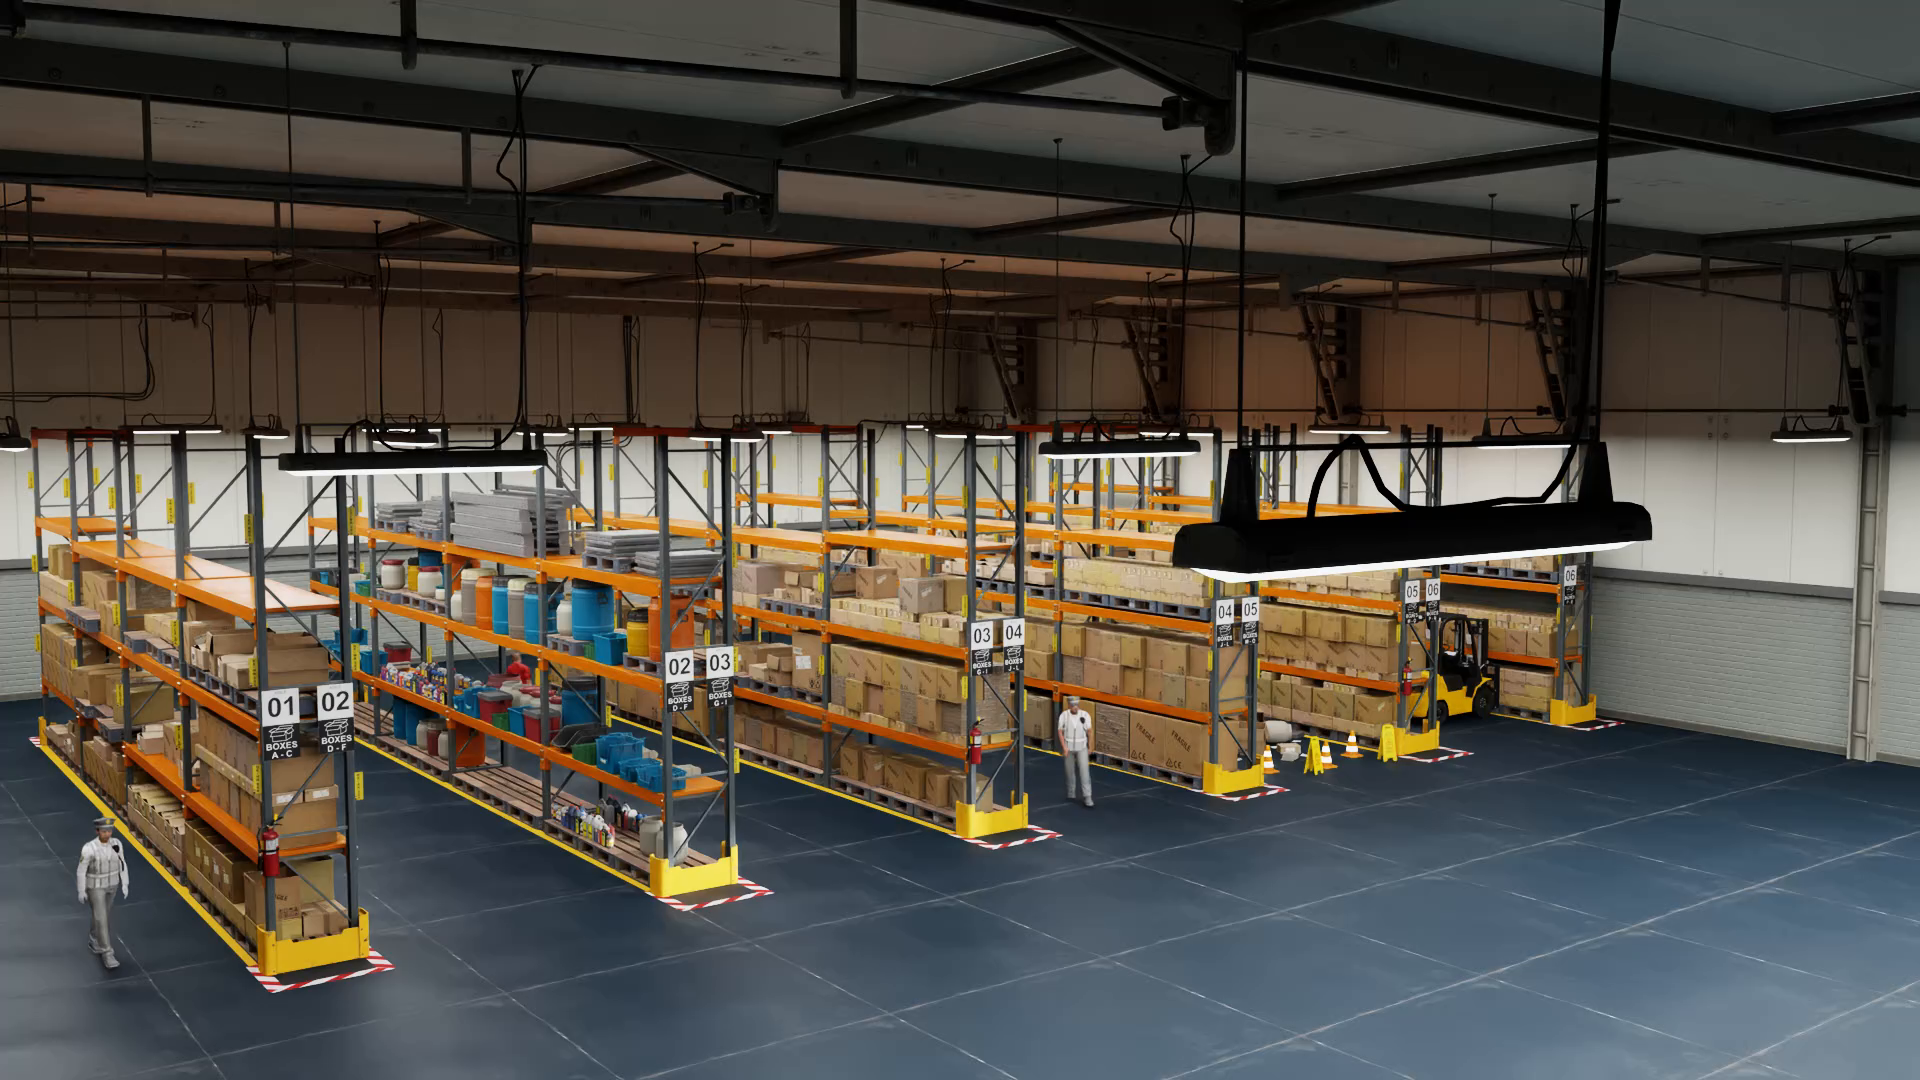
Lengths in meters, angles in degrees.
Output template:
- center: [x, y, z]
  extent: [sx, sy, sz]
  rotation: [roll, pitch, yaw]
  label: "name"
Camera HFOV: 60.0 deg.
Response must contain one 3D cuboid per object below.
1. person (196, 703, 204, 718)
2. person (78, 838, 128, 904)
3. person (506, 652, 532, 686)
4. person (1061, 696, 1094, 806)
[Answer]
- center: [-13.465, 3.165, 29.586]
  extent: [0.656, 1.707, 0.659]
  rotation: [3, 6, 36]
  label: "person"
- center: [-9.838, 3.793, 19.084]
  extent: [0.412, 0.741, 0.437]
  rotation: [3, 5, 29]
  label: "person"
- center: [-8.371, 2.983, 31.602]
  extent: [0.579, 1.711, 0.451]
  rotation: [-1, 5, -17]
  label: "person"
- center: [1.901, 3.360, 26.767]
  extent: [0.565, 1.719, 0.944]
  rotation: [1, 5, 8]
  label: "person"
